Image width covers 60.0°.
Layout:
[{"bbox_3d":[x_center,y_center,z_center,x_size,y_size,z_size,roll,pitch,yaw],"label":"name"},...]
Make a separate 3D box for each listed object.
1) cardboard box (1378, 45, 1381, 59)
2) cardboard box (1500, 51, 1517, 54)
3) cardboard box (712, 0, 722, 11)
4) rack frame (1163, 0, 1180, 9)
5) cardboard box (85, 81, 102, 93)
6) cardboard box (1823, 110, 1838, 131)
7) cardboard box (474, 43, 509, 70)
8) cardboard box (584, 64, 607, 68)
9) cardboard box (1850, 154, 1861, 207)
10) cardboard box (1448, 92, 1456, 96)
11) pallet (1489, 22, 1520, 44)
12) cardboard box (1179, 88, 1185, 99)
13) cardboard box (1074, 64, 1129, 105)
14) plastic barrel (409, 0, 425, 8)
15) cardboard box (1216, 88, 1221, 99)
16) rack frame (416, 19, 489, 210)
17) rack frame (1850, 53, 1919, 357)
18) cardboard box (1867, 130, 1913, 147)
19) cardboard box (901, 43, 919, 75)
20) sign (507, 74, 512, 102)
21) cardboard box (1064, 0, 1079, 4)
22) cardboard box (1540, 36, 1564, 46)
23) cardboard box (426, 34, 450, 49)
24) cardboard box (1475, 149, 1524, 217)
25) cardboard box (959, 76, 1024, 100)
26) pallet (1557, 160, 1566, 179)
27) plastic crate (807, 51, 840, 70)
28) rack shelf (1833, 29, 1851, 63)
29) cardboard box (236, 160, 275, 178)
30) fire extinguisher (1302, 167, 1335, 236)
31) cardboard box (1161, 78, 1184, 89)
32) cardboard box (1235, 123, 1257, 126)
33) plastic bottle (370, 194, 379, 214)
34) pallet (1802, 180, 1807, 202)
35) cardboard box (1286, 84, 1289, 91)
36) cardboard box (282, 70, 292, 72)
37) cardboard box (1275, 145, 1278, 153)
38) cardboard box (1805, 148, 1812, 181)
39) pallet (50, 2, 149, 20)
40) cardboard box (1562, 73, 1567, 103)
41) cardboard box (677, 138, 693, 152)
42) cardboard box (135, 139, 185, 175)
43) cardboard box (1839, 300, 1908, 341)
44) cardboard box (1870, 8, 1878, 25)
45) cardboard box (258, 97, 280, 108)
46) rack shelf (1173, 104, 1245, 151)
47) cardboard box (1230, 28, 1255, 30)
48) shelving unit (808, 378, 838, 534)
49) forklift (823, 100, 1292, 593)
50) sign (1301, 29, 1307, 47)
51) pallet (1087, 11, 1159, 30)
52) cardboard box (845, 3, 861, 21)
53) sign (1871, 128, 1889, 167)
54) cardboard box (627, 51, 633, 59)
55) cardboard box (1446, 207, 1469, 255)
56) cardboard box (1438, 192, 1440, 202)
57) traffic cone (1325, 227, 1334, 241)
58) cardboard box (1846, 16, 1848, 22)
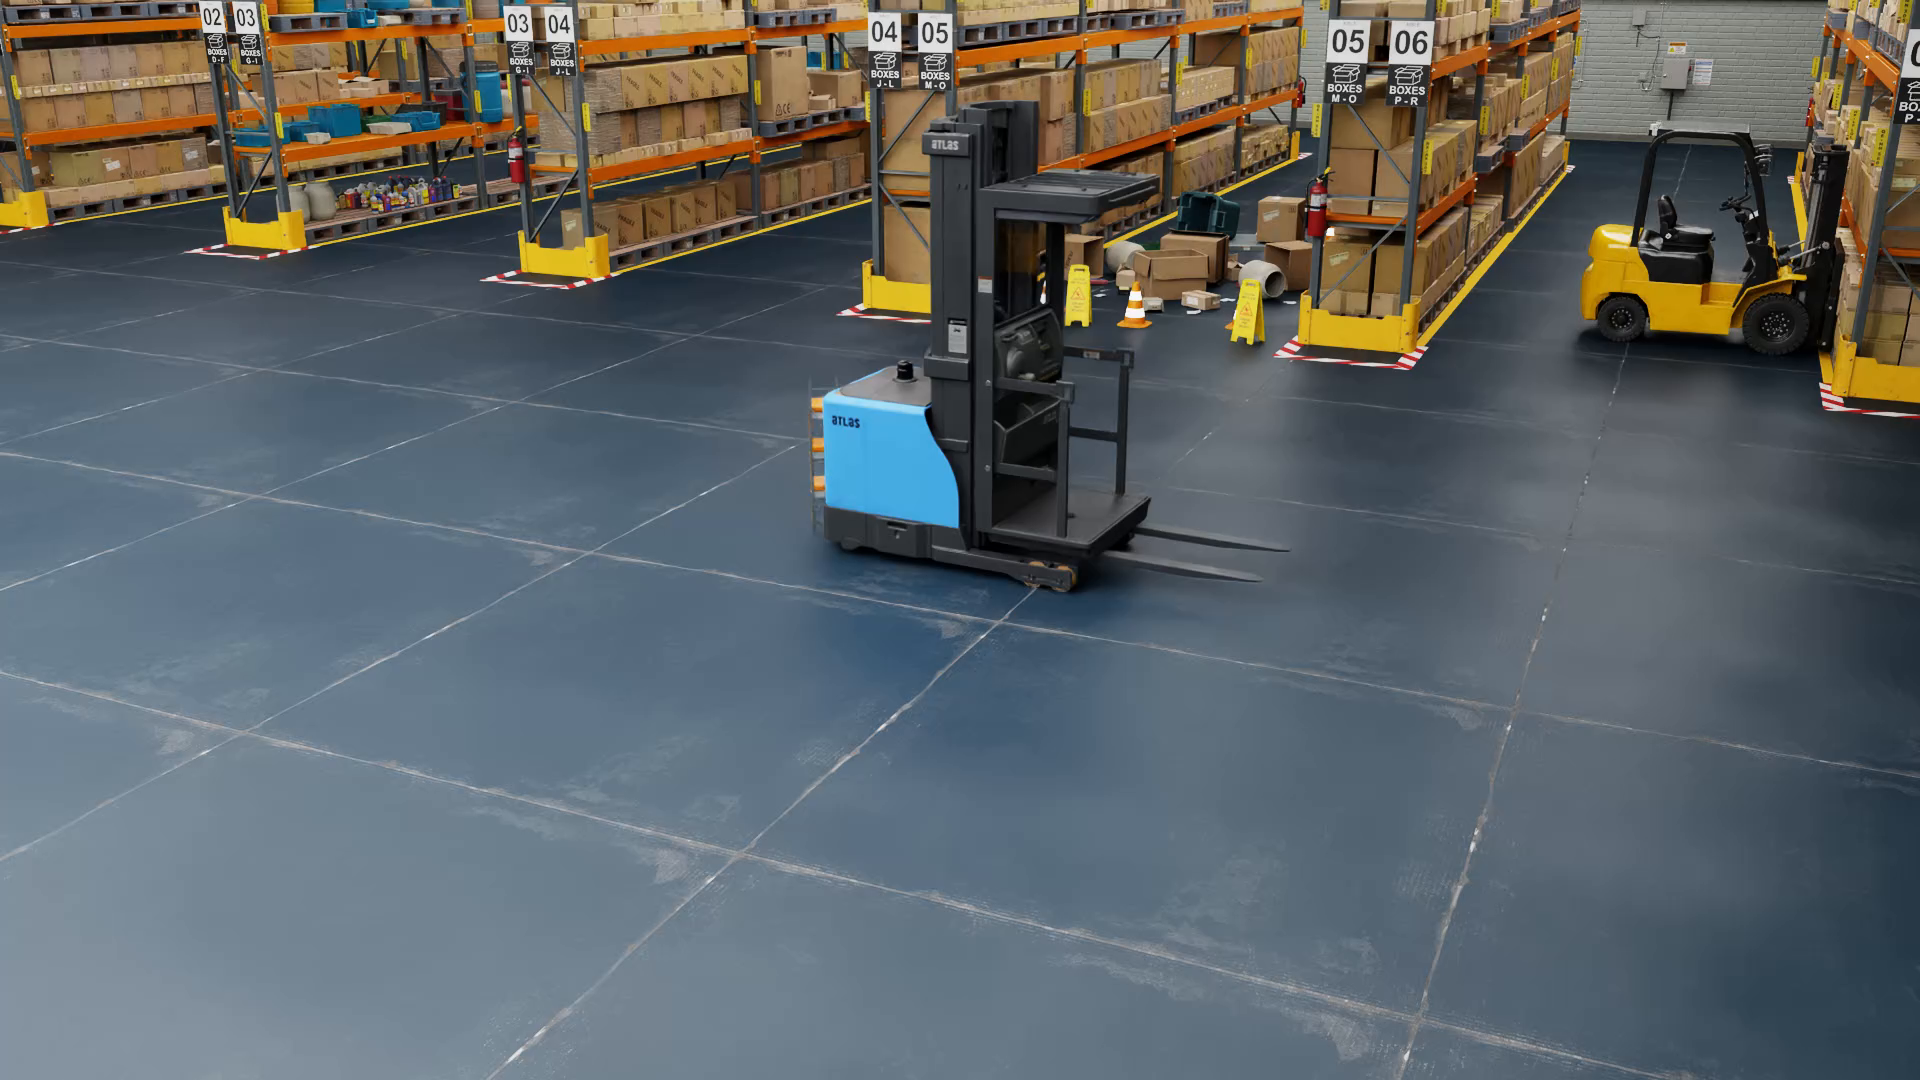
[{"bbox_3d":[4.011,-4.917,16.716,0.380,0.149,0.250,9,21,23],"label":"cardboard box"},{"bbox_3d":[8.520,-7.485,26.399,0.500,0.500,0.500,9,21,23],"label":"cardboard box"},{"bbox_3d":[-3.441,-7.210,22.419,0.380,0.149,0.250,7,21,20],"label":"cardboard box"},{"bbox_3d":[2.767,-9.314,24.230,1.000,3.000,0.127,9,21,23],"label":"rack frame"},{"bbox_3d":[-13.250,-6.873,25.201,0.380,0.149,0.250,8,21,21],"label":"cardboard box"},{"bbox_3d":[11.991,-5.654,22.487,0.500,0.250,0.500,8,21,20],"label":"cardboard box"},{"bbox_3d":[-9.513,-9.913,34.091,0.700,0.500,0.500,2,20,4],"label":"cardboard box"},{"bbox_3d":[-4.793,-5.768,21.125,0.500,0.500,0.500,9,21,23],"label":"cardboard box"},{"bbox_3d":[9.598,-3.723,17.310,0.500,0.500,0.500,9,21,24],"label":"cardboard box"},{"bbox_3d":[5.868,-5.326,20.749,0.500,0.500,0.500,9,21,23],"label":"cardboard box"},{"bbox_3d":[6.036,-6.116,19.992,1.213,0.211,1.003,9,21,23],"label":"pallet"},{"bbox_3d":[3.257,-6.911,25.729,0.380,0.149,0.250,10,22,25],"label":"cardboard box"},{"bbox_3d":[1.951,-6.402,23.352,0.700,0.500,0.500,8,21,22],"label":"cardboard box"},{"bbox_3d":[-8.229,-8.215,24.822,0.421,0.512,0.421,0,20,0],"label":"plastic barrel"},{"bbox_3d":[4.110,-7.409,27.575,0.380,0.149,0.250,7,21,20],"label":"cardboard box"},{"bbox_3d":[-7.873,-6.656,25.708,1.000,3.000,0.127,9,21,23],"label":"rack frame"},{"bbox_3d":[8.578,-2.714,14.624,1.000,3.000,0.127,9,21,23],"label":"rack frame"},{"bbox_3d":[9.413,-4.054,16.829,0.380,0.149,0.250,8,21,22],"label":"cardboard box"},{"bbox_3d":[-0.865,-8.345,28.811,0.797,0.503,0.637,9,22,24],"label":"cardboard box"},{"bbox_3d":[-5.491,-5.530,20.343,0.100,0.325,0.005,9,21,23],"label":"sign"},{"bbox_3d":[1.162,-6.807,20.660,0.500,0.250,0.500,8,21,22],"label":"cardboard box"},{"bbox_3d":[9.969,-8.410,28.030,0.380,0.149,0.250,9,21,23],"label":"cardboard box"},{"bbox_3d":[-12.485,-11.444,38.723,0.980,0.700,0.700,8,21,22],"label":"cardboard box"},{"bbox_3d":[7.683,-5.236,24.259,0.875,0.875,0.875,8,21,22],"label":"cardboard box"},{"bbox_3d":[0.271,-5.243,19.899,0.875,0.550,0.500,9,21,23],"label":"cardboard box"},{"bbox_3d":[10.344,-6.716,30.038,1.003,0.211,1.213,9,21,23],"label":"pallet"},{"bbox_3d":[-2.926,-10.241,35.647,0.616,0.435,0.499,9,21,23],"label":"plastic crate"},{"bbox_3d":[12.673,-6.845,22.837,1.077,0.370,4.000,9,21,23],"label":"rack shelf"},{"bbox_3d":[-12.000,-6.329,28.264,0.500,0.250,0.500,8,21,21],"label":"cardboard box"},{"bbox_3d":[3.581,-3.386,16.628,0.296,0.674,0.183,9,21,23],"label":"fire extinguisher"},{"bbox_3d":[3.241,-7.045,25.662,0.380,0.149,0.250,8,21,21],"label":"cardboard box"},{"bbox_3d":[5.518,-7.955,32.100,0.380,0.149,0.250,8,21,20],"label":"cardboard box"},{"bbox_3d":[-8.485,-4.867,24.092,0.097,0.271,0.097,0,20,0],"label":"plastic bottle"},{"bbox_3d":[14.273,-5.652,27.048,1.003,0.211,1.213,9,21,23],"label":"pallet"},{"bbox_3d":[6.031,-8.606,31.565,0.380,0.149,0.250,9,21,23],"label":"cardboard box"},{"bbox_3d":[-14.195,-9.748,34.747,0.380,0.149,0.250,9,22,24],"label":"cardboard box"},{"bbox_3d":[5.818,-7.437,31.532,0.380,0.149,0.250,8,21,22],"label":"cardboard box"},{"bbox_3d":[14.408,-6.195,27.516,0.700,0.500,0.500,10,22,25],"label":"cardboard box"},{"bbox_3d":[-13.217,-8.073,25.347,1.003,0.211,1.213,9,21,23],"label":"pallet"},{"bbox_3d":[10.223,-7.838,28.884,0.500,0.500,0.500,9,22,24],"label":"cardboard box"},{"bbox_3d":[-3.802,-5.295,22.257,0.380,0.149,0.250,9,21,23],"label":"cardboard box"},{"bbox_3d":[-12.798,-6.116,26.548,0.500,0.500,0.500,9,21,23],"label":"cardboard box"},{"bbox_3d":[8.492,-2.044,15.469,0.500,0.250,0.500,8,21,22],"label":"cardboard box"},{"bbox_3d":[10.290,-5.808,18.203,0.500,0.311,0.500,8,21,21],"label":"cardboard box"},{"bbox_3d":[-11.841,-7.461,28.347,0.380,0.149,0.250,9,21,23],"label":"cardboard box"},{"bbox_3d":[3.586,-6.760,27.075,1.077,0.370,4.000,9,21,23],"label":"rack shelf"},{"bbox_3d":[5.183,-9.180,30.719,0.500,0.500,0.500,8,21,21],"label":"cardboard box"},{"bbox_3d":[-0.935,-0.581,11.534,0.215,1.050,0.252,-2,19,-4],"label":"shelving unit"},{"bbox_3d":[0.627,-1.250,10.608,3.031,2.935,1.130,10,22,25],"label":"forklift"},{"bbox_3d":[6.541,-9.545,31.633,0.100,0.325,0.005,9,21,23],"label":"sign"},{"bbox_3d":[2.096,-7.266,23.228,1.003,0.211,1.213,10,22,25],"label":"pallet"},{"bbox_3d":[-1.879,-8.209,25.823,0.500,0.250,0.500,8,21,23],"label":"cardboard box"},{"bbox_3d":[8.089,-3.450,14.611,0.100,0.325,0.005,9,21,23],"label":"sign"},{"bbox_3d":[-7.621,-10.719,36.983,0.500,0.500,0.500,9,21,23],"label":"cardboard box"},{"bbox_3d":[5.689,-3.655,19.626,0.500,0.500,0.500,8,21,22],"label":"cardboard box"},{"bbox_3d":[4.871,-3.655,17.645,0.380,0.149,0.250,9,22,24],"label":"cardboard box"},{"bbox_3d":[4.917,-3.993,22.005,0.336,0.463,0.334,9,21,23],"label":"traffic cone"},{"bbox_3d":[13.370,-7.828,24.901,0.380,0.149,0.250,8,21,22],"label":"cardboard box"}]
